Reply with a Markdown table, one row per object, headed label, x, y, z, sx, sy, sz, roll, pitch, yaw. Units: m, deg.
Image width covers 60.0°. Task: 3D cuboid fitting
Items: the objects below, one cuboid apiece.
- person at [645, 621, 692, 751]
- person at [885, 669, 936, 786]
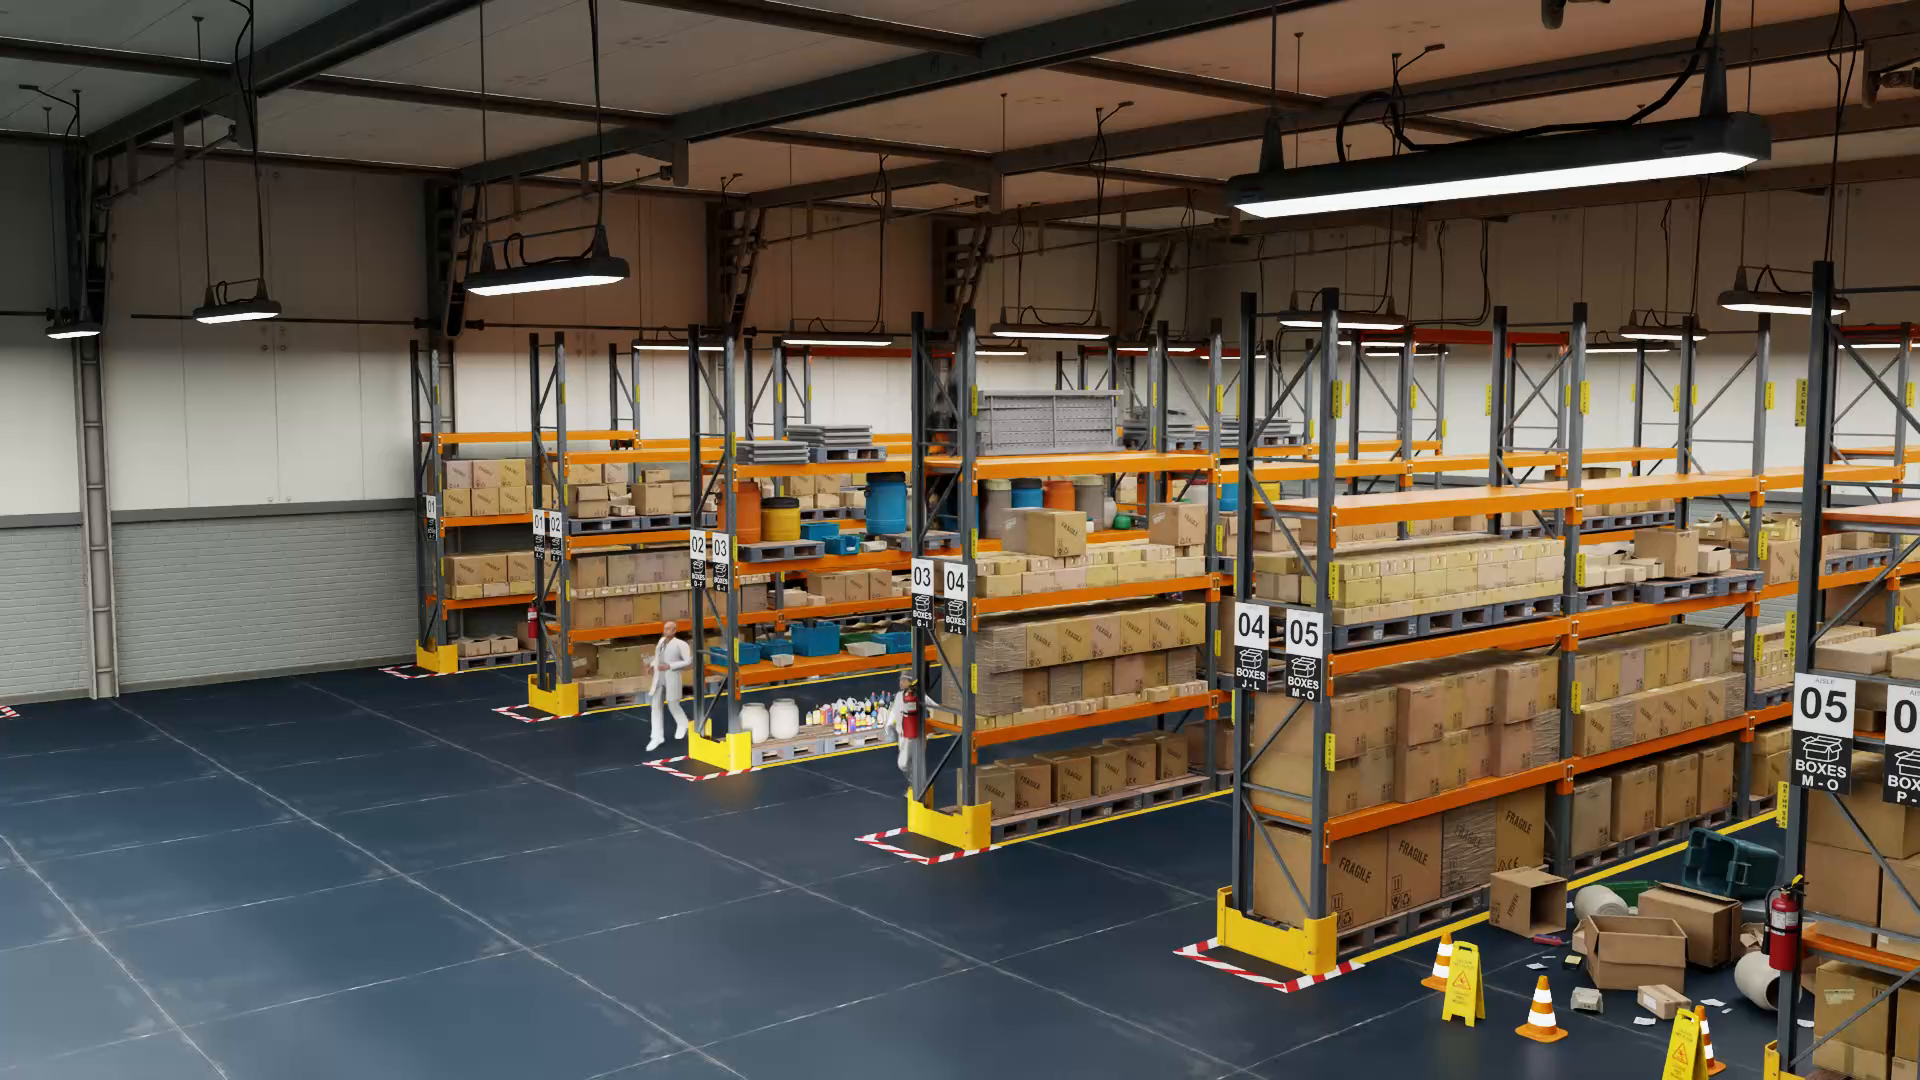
| label | x | y | z | sx | sy | sz | roll | pitch | yaw |
| --- | --- | --- | --- | --- | --- | --- | --- | --- | --- |
| person | -4.187 | 2.074 | 23.974 | 0.740 | 1.810 | 0.966 | 2 | 6 | 21 |
| person | -0.640 | 2.383 | 20.674 | 0.648 | 1.571 | 0.630 | 5 | 7 | 45 |
